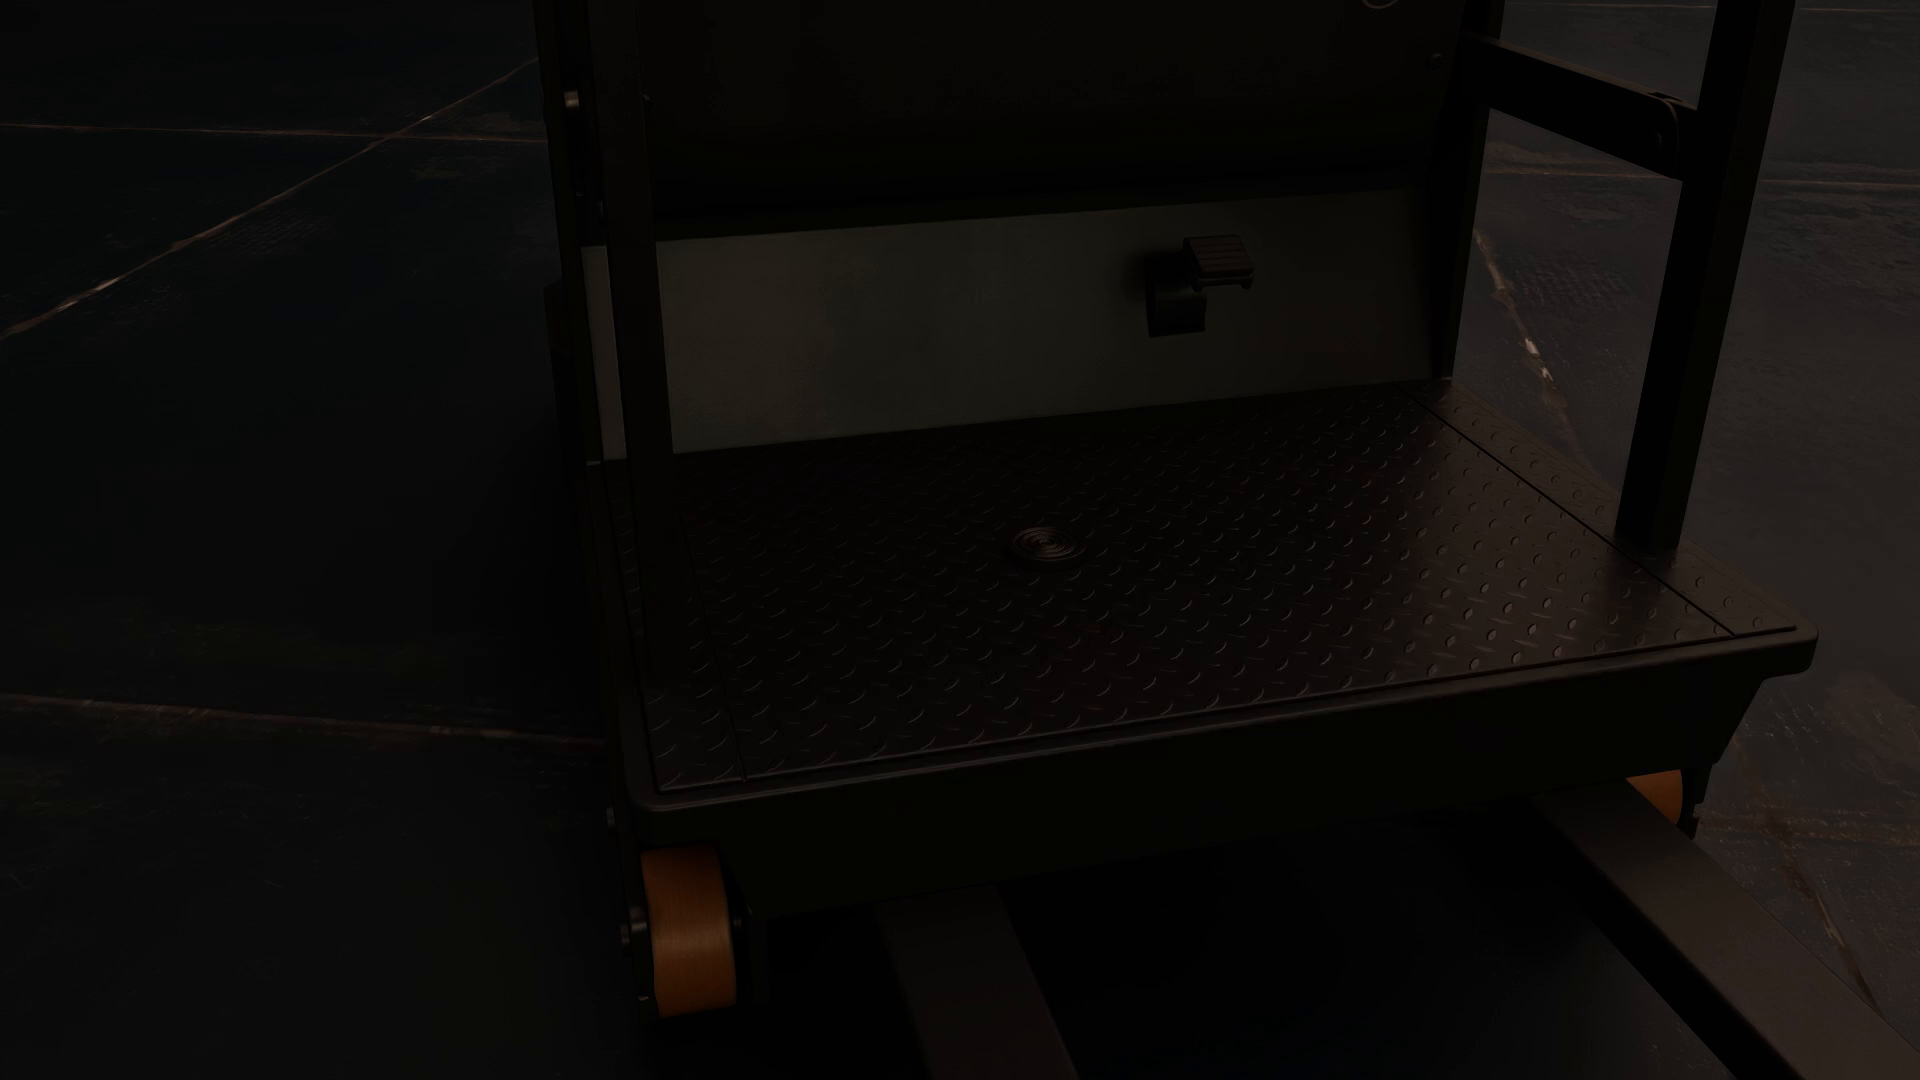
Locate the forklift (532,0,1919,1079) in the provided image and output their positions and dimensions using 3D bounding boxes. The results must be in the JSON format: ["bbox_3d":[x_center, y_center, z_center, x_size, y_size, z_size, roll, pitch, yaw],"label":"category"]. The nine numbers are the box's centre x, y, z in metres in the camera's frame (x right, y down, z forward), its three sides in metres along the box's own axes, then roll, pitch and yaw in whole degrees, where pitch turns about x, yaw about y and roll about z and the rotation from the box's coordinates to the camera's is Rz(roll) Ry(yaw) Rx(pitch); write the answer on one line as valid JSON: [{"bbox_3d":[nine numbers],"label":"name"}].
[{"bbox_3d":[0.153,-1.049,1.319,1.130,2.935,3.031,-7,27,-13],"label":"forklift"}]
